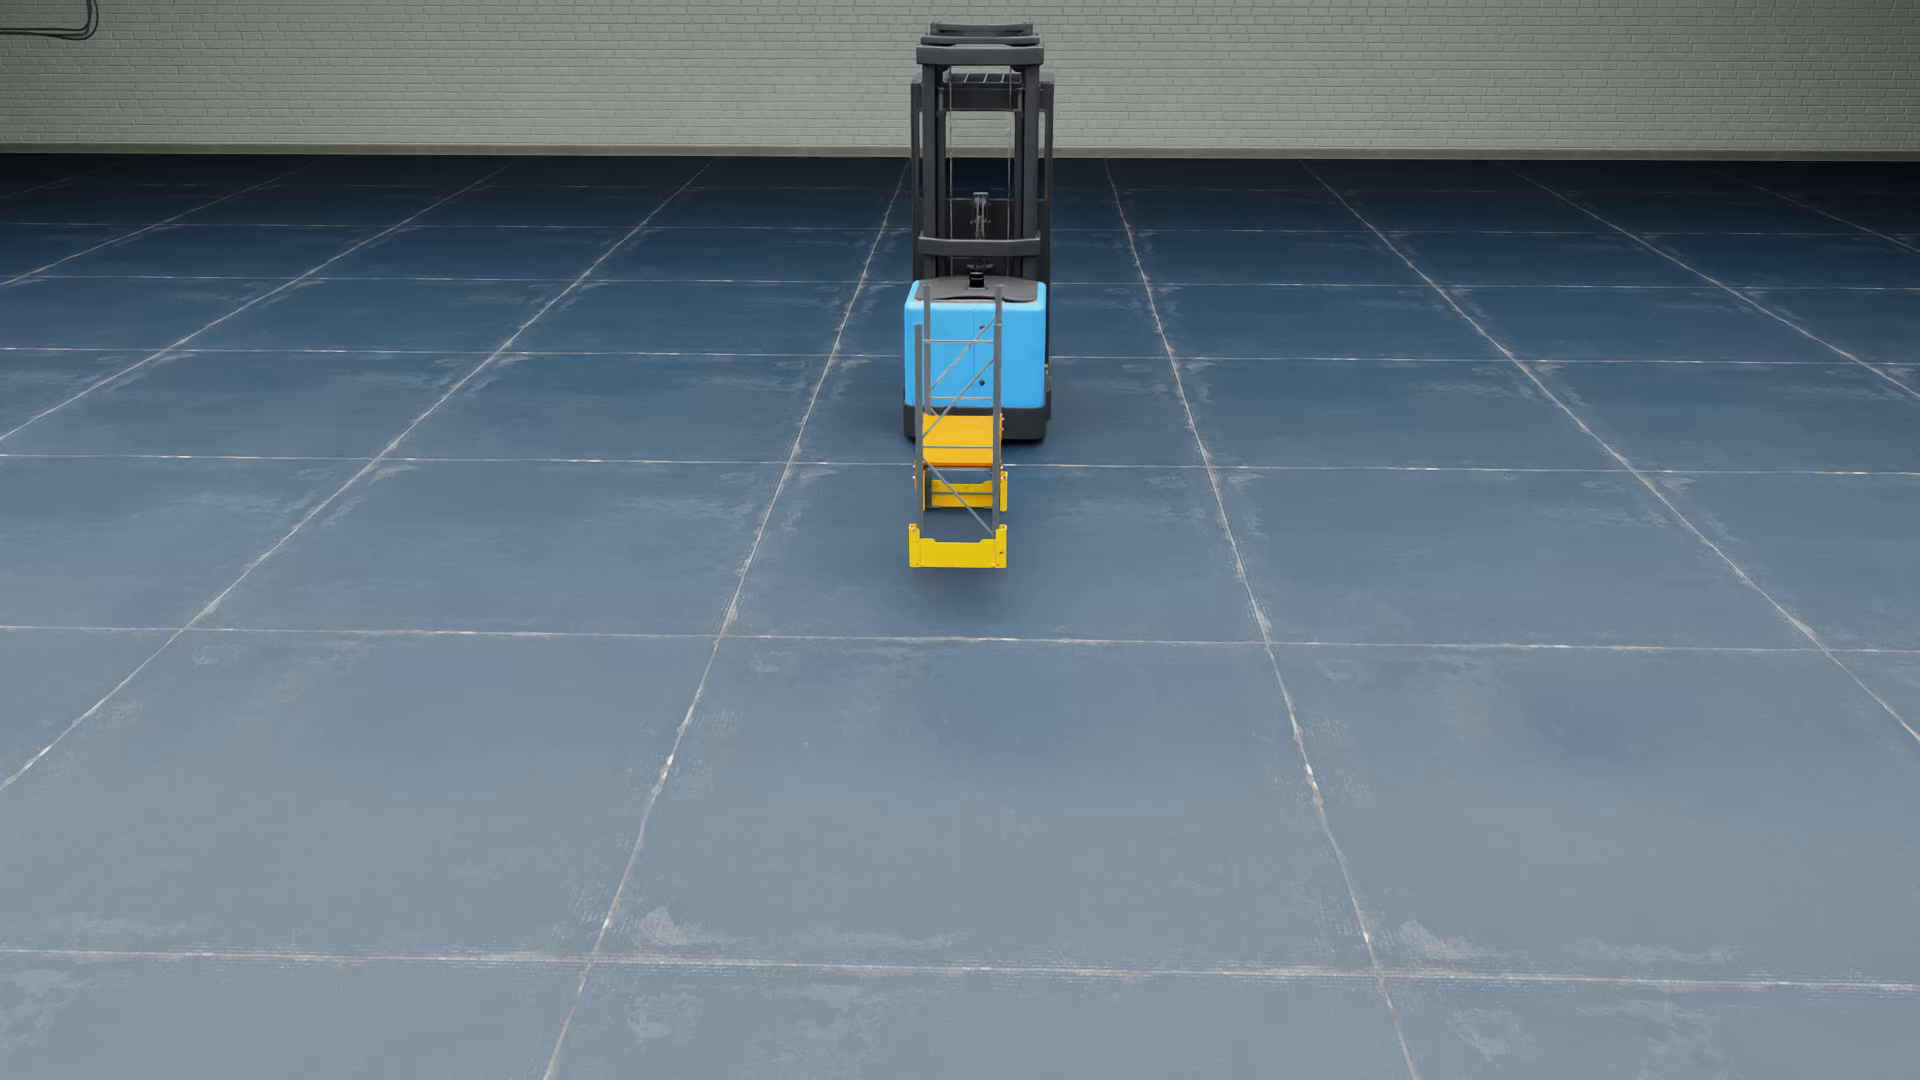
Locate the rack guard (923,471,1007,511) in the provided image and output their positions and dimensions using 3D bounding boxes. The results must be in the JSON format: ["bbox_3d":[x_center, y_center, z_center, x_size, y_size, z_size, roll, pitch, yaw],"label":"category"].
[{"bbox_3d":[0.017,-0.324,11.019,0.587,0.250,0.087,1,21,2],"label":"rack guard"}]

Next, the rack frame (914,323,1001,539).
[{"bbox_3d":[-0.013,-0.546,9.863,0.500,1.500,0.032,1,21,2],"label":"rack frame"}]

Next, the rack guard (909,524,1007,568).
[{"bbox_3d":[-0.013,0.036,10.091,0.587,0.250,0.087,1,21,2],"label":"rack guard"}]

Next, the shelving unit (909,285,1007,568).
[{"bbox_3d":[0.002,-0.727,10.329,0.587,1.500,1.083,1,21,2],"label":"shelving unit"}]

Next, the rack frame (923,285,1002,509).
[{"bbox_3d":[0.018,-0.914,10.811,0.500,1.500,0.032,1,21,2],"label":"rack frame"}]

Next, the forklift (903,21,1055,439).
[{"bbox_3d":[0.183,-2.594,13.161,1.130,2.935,3.031,1,21,3],"label":"forklift"}]

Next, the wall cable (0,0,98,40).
[{"bbox_3d":[-14.763,-8.861,25.219,3.097,2.526,0.112,1,21,2],"label":"wall cable"}]

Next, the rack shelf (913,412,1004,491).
[{"bbox_3d":[0.003,-0.562,10.402,0.538,0.185,1.000,1,21,2],"label":"rack shelf"}]
